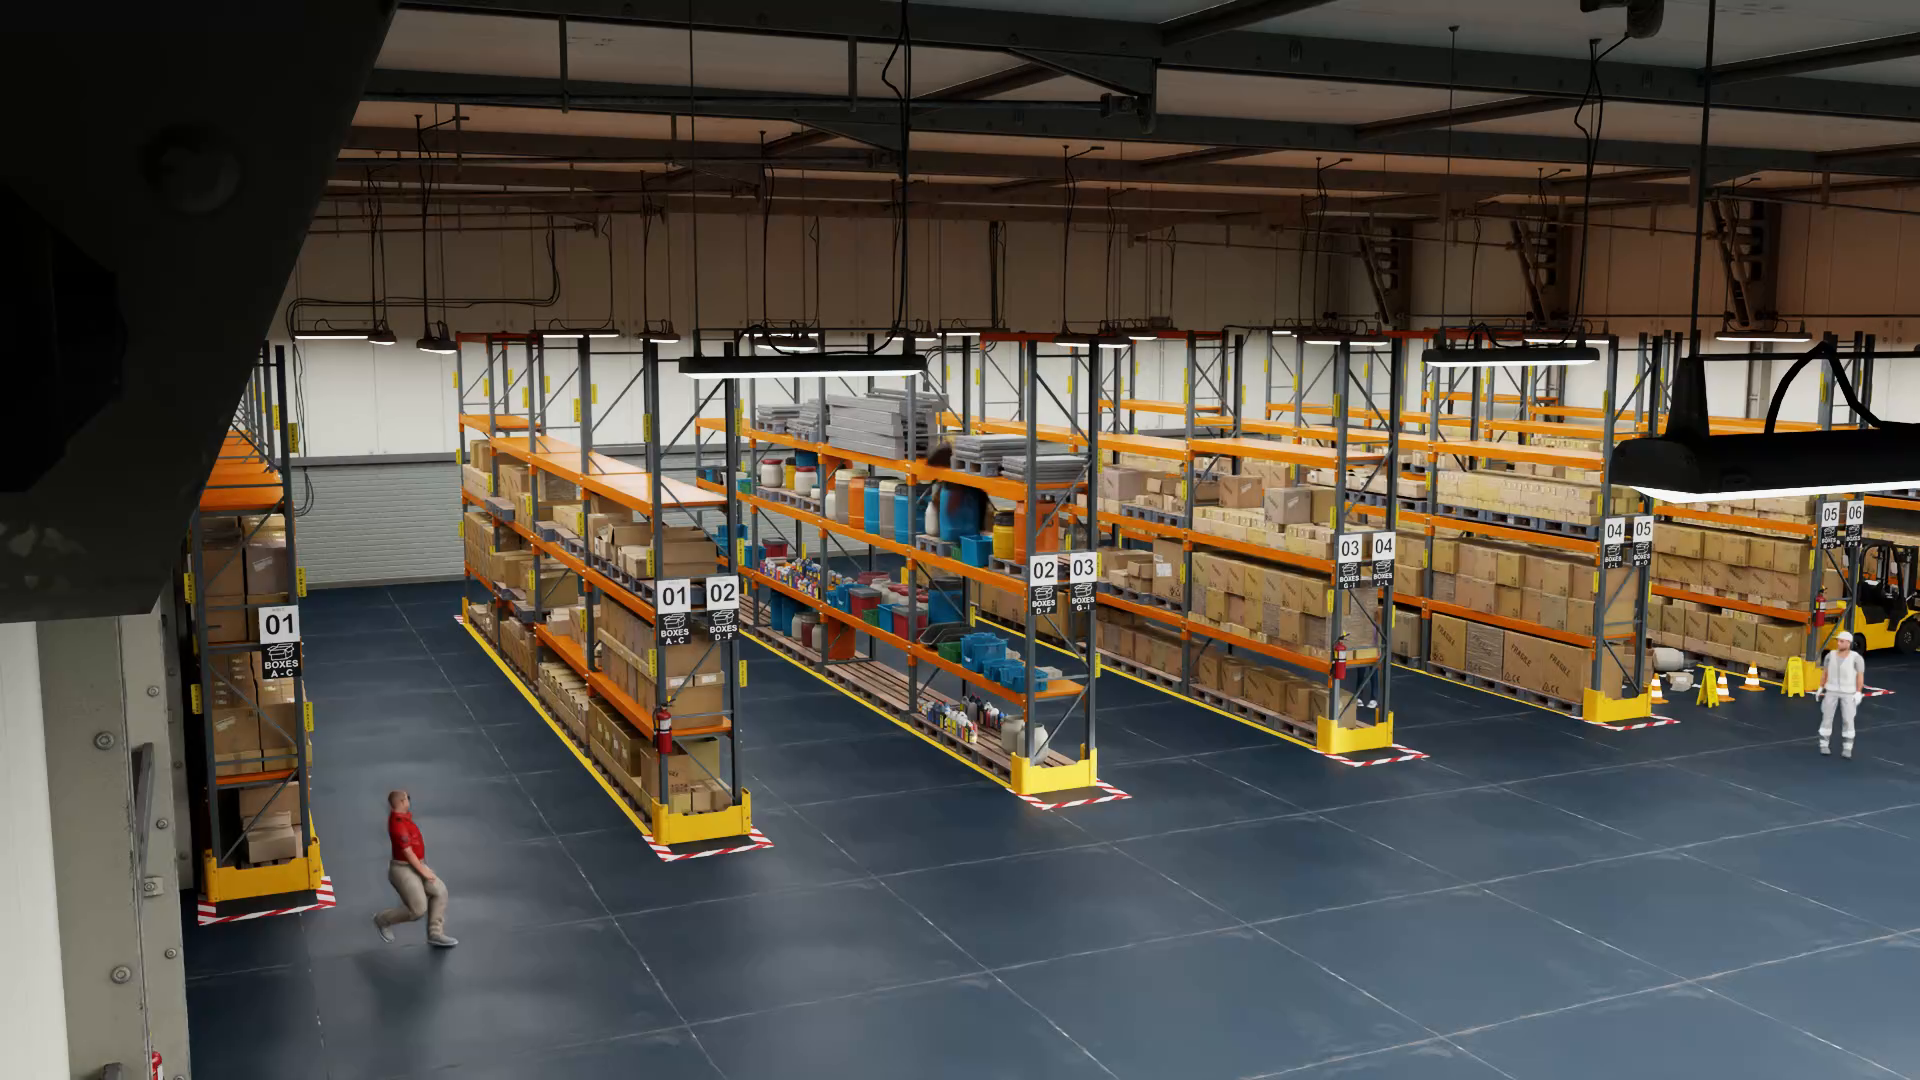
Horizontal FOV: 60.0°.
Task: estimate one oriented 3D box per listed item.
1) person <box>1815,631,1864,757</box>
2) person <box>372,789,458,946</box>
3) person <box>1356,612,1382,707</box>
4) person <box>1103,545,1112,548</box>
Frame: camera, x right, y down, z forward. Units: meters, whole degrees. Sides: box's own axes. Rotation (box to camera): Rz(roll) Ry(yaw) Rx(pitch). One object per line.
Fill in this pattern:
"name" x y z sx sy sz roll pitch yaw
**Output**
"person" 12.685 2.207 24.000 0.602 1.795 0.410 4 9 27
"person" -5.498 3.291 16.759 0.830 1.611 0.571 -1 8 -4
"person" 6.651 1.911 27.015 0.432 1.600 0.343 4 9 25
"person" 3.030 0.926 34.163 0.501 1.672 0.958 -4 9 -25
